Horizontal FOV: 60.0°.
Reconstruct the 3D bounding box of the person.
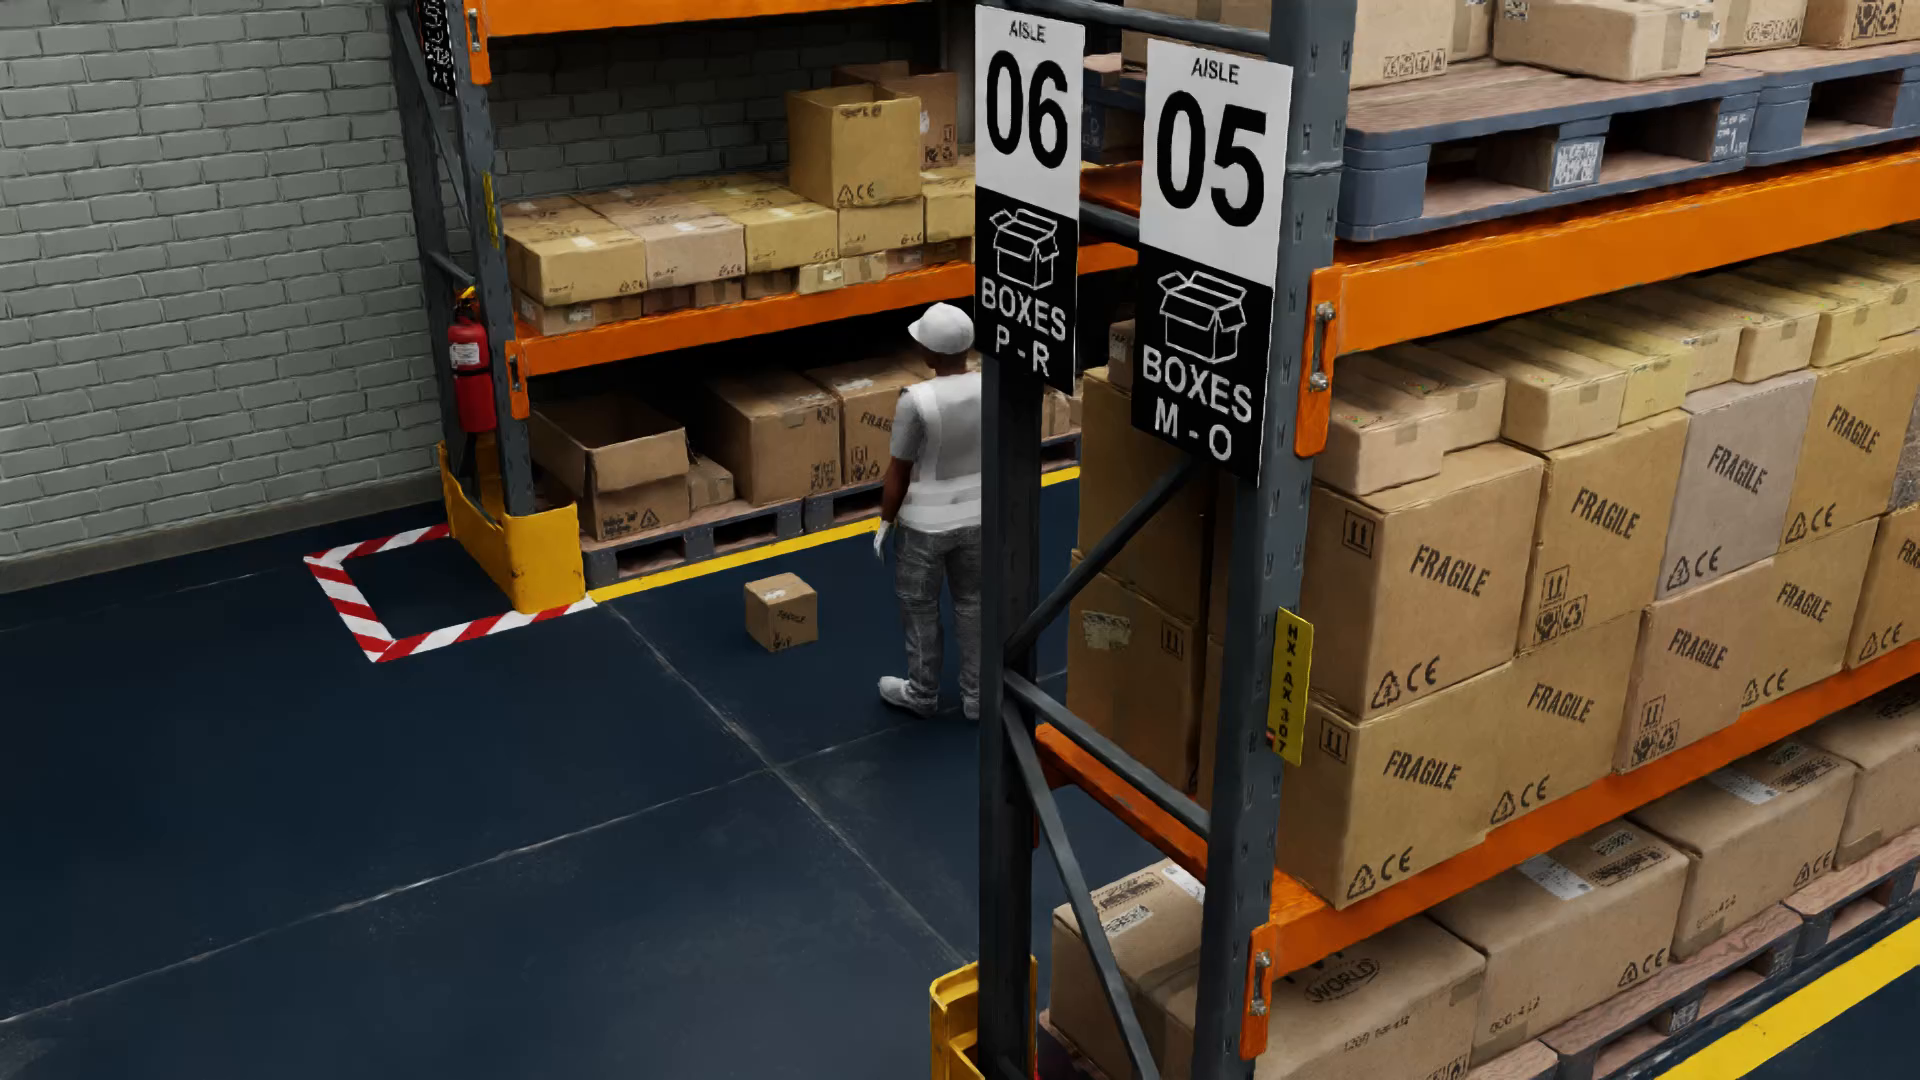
[{"bbox_3d":[-0.061,-0.105,6.766,0.674,1.784,0.445,-14,28,-27],"label":"person"}]
